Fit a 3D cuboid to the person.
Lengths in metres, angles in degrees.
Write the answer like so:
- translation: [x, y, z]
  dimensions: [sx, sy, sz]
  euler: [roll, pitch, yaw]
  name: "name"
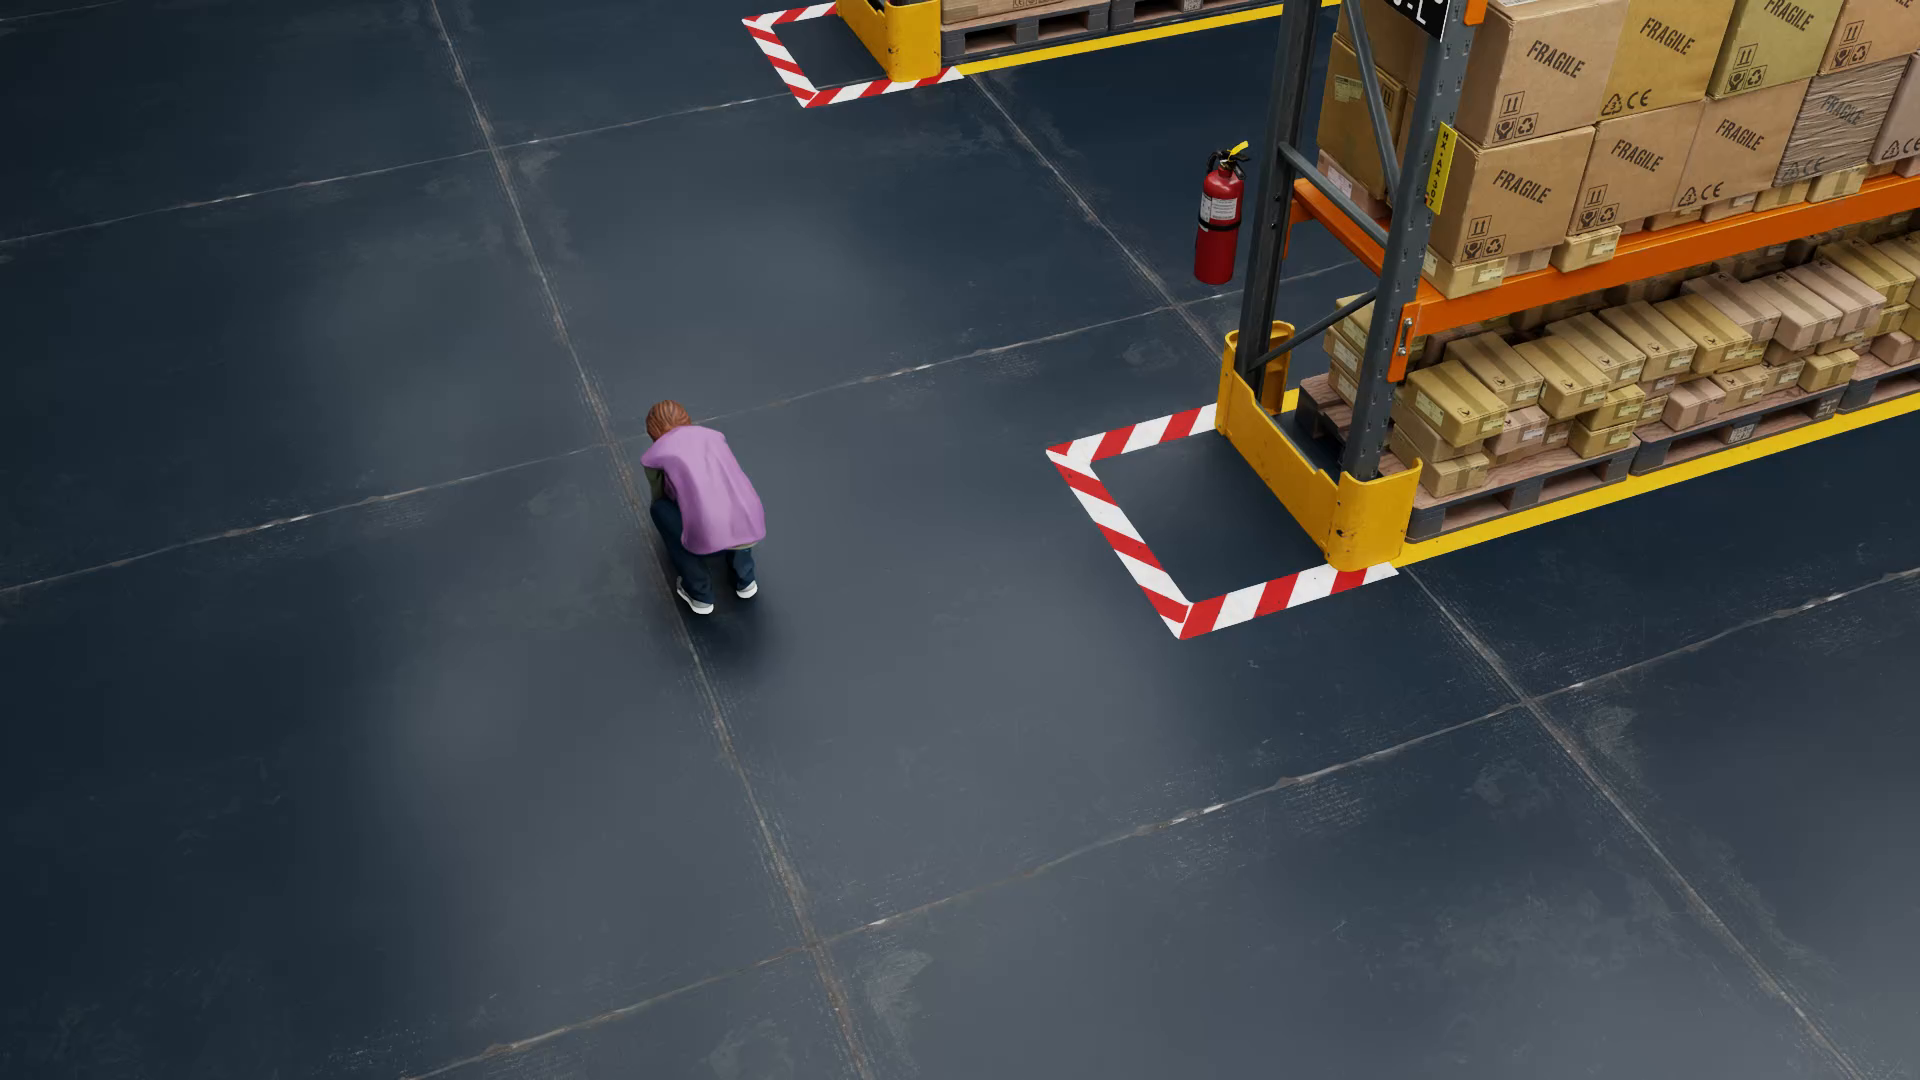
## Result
- translation: [-1.079, -0.116, 6.980]
  dimensions: [0.417, 0.707, 0.867]
  euler: [-17, 45, -17]
  name: "person"
